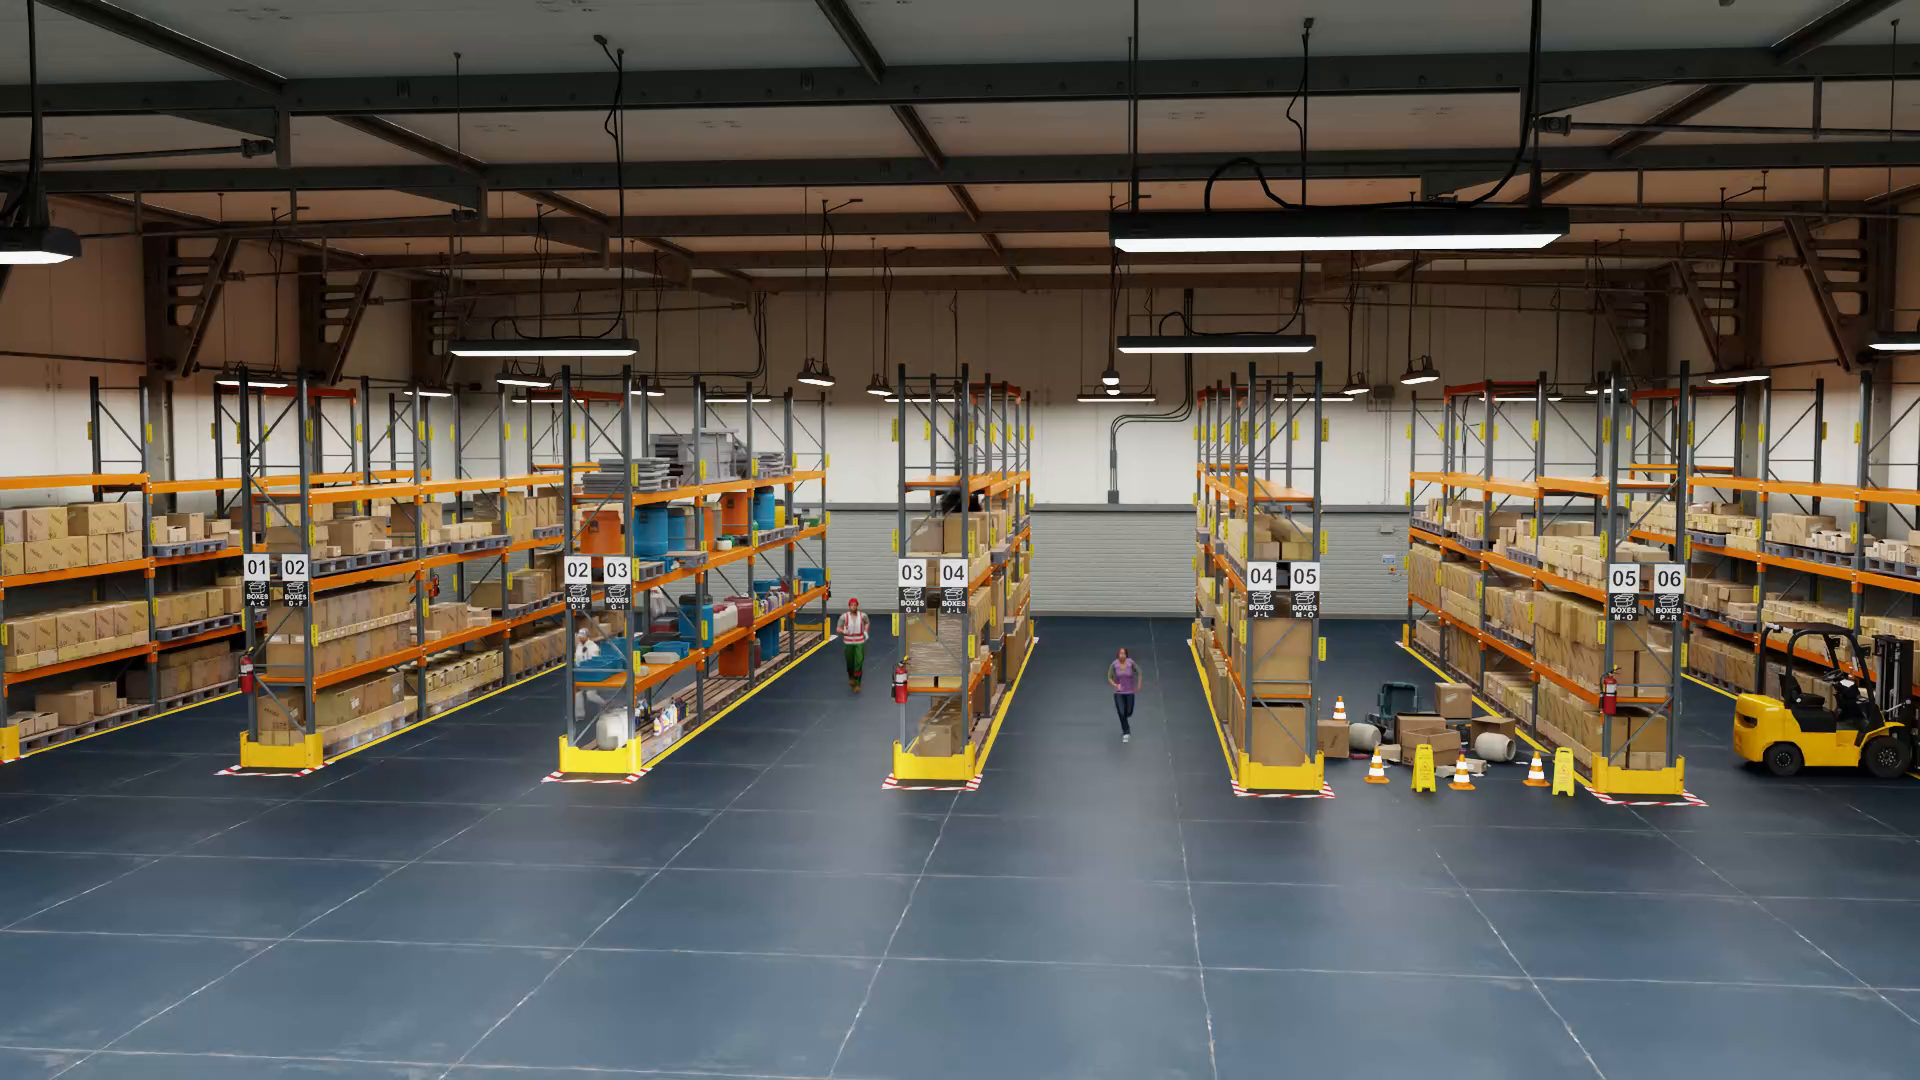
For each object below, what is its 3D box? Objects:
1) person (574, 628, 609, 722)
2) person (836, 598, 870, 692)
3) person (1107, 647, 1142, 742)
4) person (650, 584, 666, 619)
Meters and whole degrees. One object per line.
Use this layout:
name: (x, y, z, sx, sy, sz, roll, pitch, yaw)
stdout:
person: (-6.423, 2.328, 28.891, 0.541, 1.633, 0.634, 3, 5, 35)
person: (-2.064, 2.009, 32.220, 0.657, 1.776, 0.968, 0, 4, -6)
person: (2.686, 2.507, 27.128, 0.578, 1.553, 0.640, 0, 4, 2)
person: (-7.670, 1.440, 42.038, 0.647, 1.740, 0.603, -3, 5, -43)
